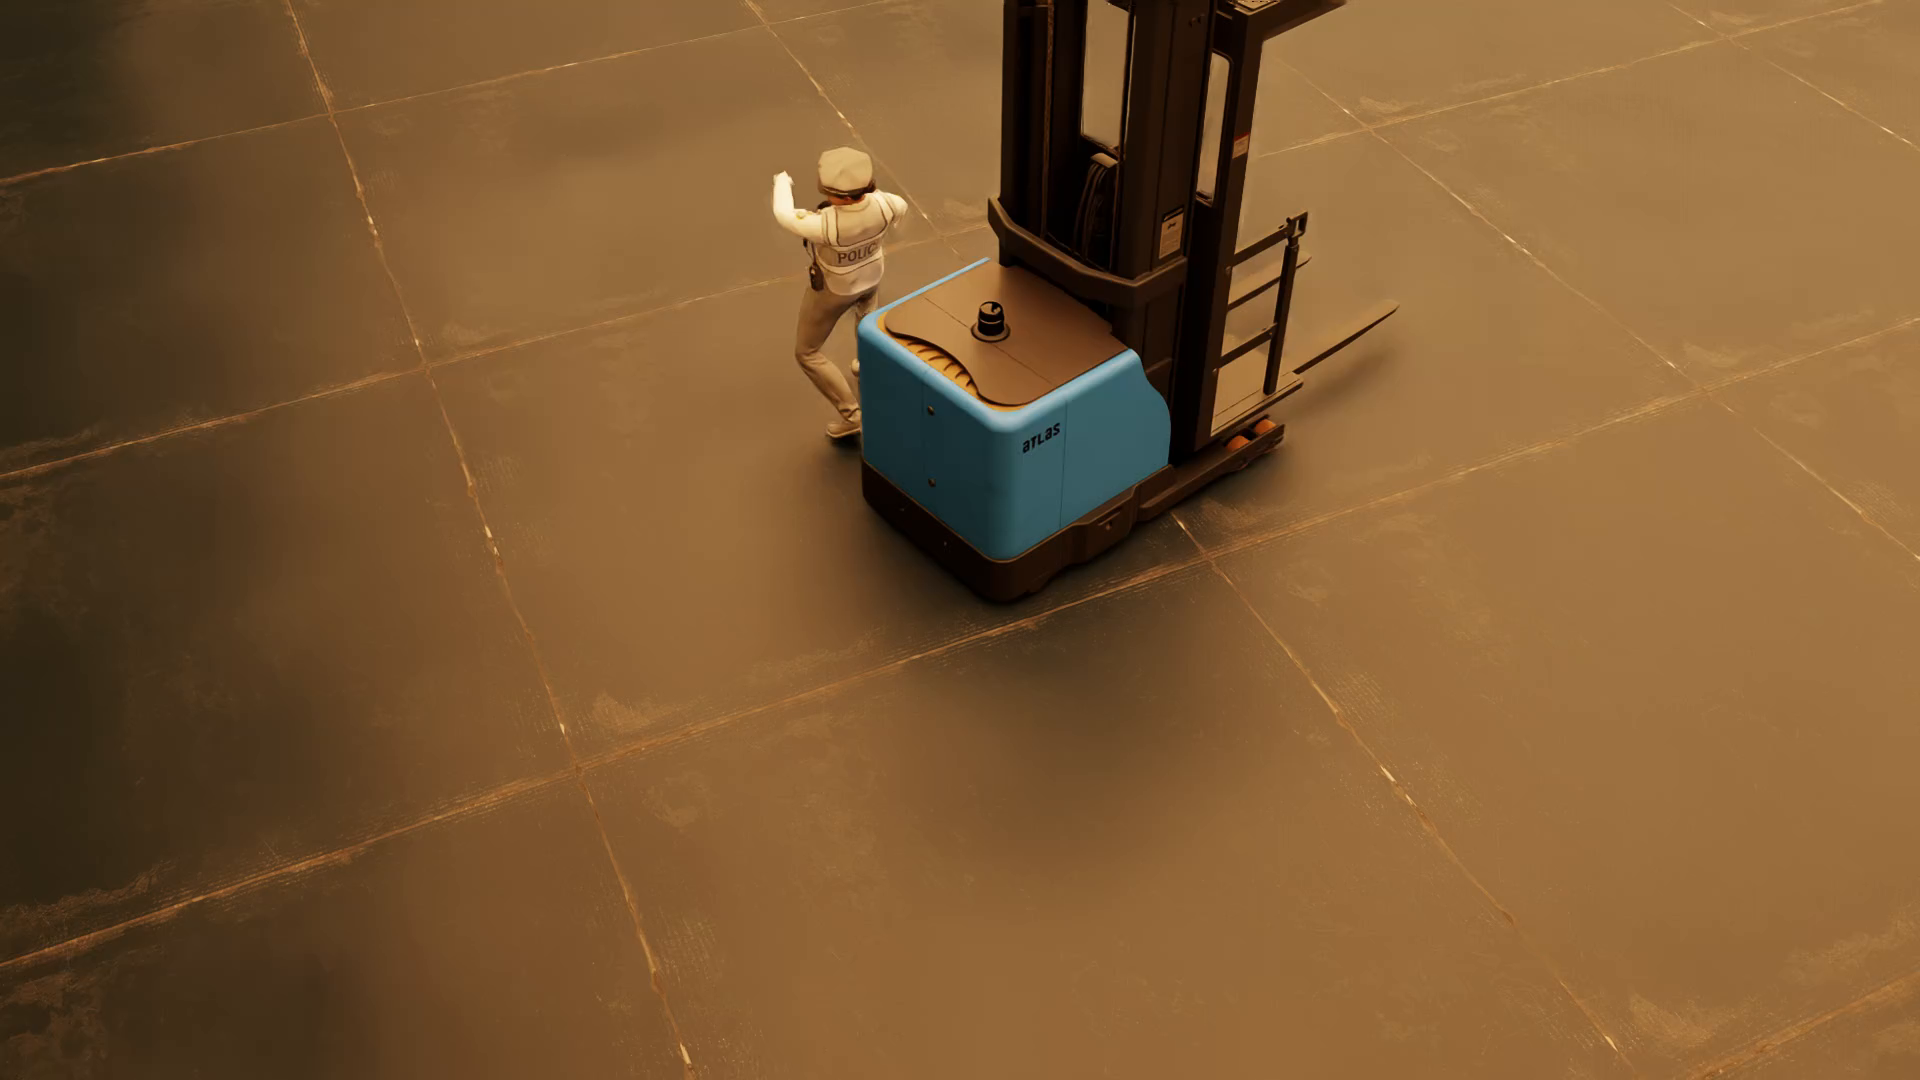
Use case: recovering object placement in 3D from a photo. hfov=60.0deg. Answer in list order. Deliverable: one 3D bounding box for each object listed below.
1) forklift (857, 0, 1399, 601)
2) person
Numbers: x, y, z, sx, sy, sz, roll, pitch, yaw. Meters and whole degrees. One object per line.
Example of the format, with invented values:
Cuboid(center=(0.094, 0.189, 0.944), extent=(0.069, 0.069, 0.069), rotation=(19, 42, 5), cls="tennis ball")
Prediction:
Cuboid(center=(0.977, -1.662, 7.462), extent=(3.031, 2.935, 1.130), rotation=(-31, 51, -29), cls="forklift")
Cuboid(center=(-0.532, -1.355, 8.188), extent=(0.810, 1.541, 0.826), rotation=(-33, 52, -30), cls="person")
